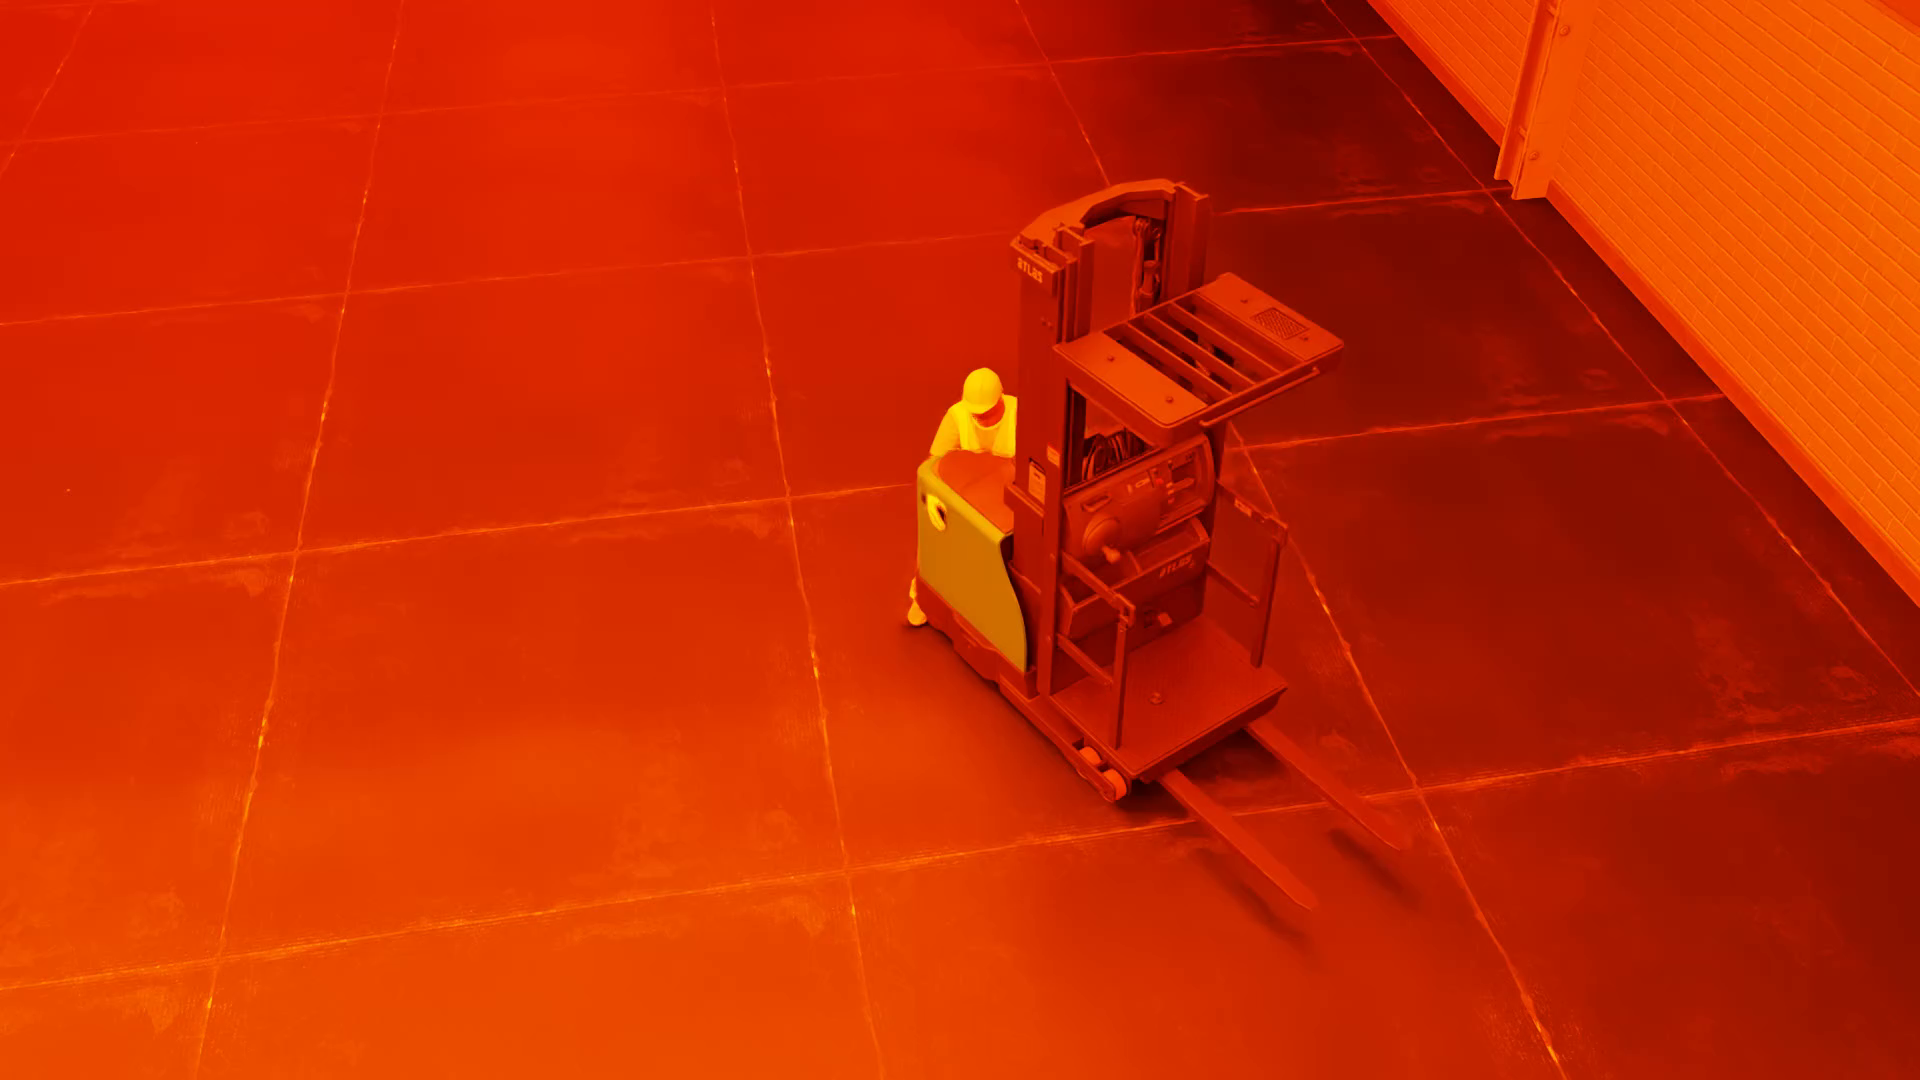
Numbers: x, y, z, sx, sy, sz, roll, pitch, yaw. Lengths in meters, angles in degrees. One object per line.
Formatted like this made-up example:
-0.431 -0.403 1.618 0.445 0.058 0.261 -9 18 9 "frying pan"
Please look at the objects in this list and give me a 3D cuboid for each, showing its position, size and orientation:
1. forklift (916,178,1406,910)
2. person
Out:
1.022 -0.124 8.103 1.130 2.935 3.031 -25 46 -27 "forklift"
0.166 -0.186 9.210 0.929 1.606 0.756 10 41 11 "person"
